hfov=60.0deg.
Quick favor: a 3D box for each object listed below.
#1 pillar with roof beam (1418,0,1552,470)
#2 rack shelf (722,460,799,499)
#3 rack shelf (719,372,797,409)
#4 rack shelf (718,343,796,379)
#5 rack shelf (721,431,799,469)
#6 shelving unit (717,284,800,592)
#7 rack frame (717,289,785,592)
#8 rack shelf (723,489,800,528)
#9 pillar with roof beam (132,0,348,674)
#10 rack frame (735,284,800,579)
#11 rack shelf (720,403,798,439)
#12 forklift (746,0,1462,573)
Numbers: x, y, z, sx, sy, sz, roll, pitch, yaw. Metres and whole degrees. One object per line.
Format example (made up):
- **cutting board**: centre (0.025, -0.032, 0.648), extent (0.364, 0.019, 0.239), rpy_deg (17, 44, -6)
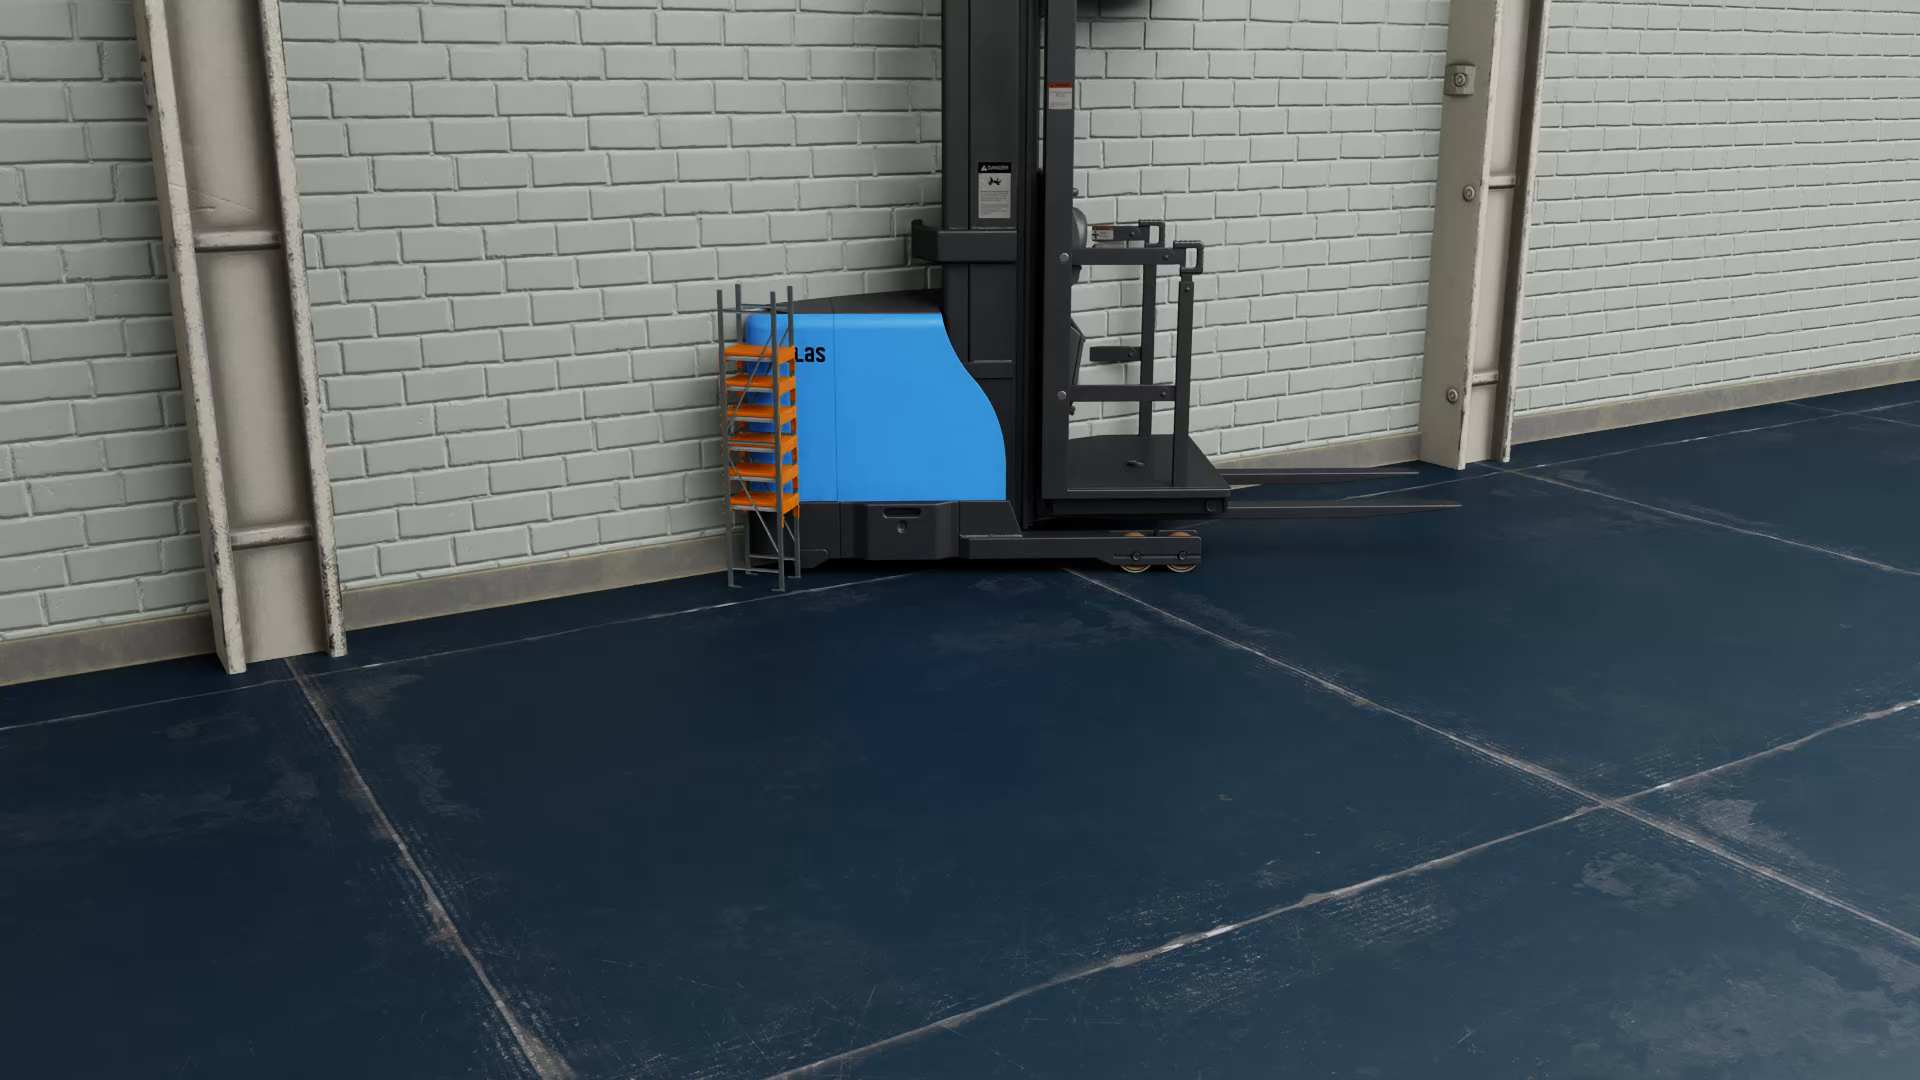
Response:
- **pillar with roof beam**: centre (4.921, -3.769, 4.183), extent (0.400, 9.000, 9.100), rpy_deg (-9, 18, -30)
- **rack shelf**: centre (-0.797, -0.244, 6.668), extent (0.258, 0.103, 0.180), rpy_deg (4, 16, 15)
- **rack shelf**: centre (-0.797, -0.591, 6.571), extent (0.258, 0.103, 0.180), rpy_deg (4, 16, 15)
- **rack shelf**: centre (-0.797, -0.707, 6.538), extent (0.258, 0.103, 0.180), rpy_deg (4, 16, 15)
- **rack shelf**: centre (-0.797, -0.360, 6.635), extent (0.258, 0.103, 0.180), rpy_deg (4, 16, 15)
- **shelving unit**: centre (-0.797, -0.403, 6.623), extent (0.258, 1.200, 0.189), rpy_deg (4, 16, 15)
- **rack frame**: centre (-0.821, -0.379, 6.538), extent (0.240, 1.200, 0.006), rpy_deg (4, 16, 15)
- **rack shelf**: centre (-0.797, -0.129, 6.700), extent (0.258, 0.103, 0.180), rpy_deg (4, 16, 15)
- **pillar with roof beam**: centre (-0.222, -2.935, 1.207), extent (0.400, 9.000, 9.100), rpy_deg (-9, 18, -30)
- **rack frame**: centre (-0.773, -0.427, 6.708), extent (0.240, 1.200, 0.006), rpy_deg (4, 16, 15)
- **rack shelf**: centre (-0.797, -0.475, 6.603), extent (0.258, 0.103, 0.180), rpy_deg (4, 16, 15)
- **forklift**: centre (0.622, -1.417, 7.036), extent (3.031, 2.935, 1.130), rpy_deg (-1, 16, -2)
